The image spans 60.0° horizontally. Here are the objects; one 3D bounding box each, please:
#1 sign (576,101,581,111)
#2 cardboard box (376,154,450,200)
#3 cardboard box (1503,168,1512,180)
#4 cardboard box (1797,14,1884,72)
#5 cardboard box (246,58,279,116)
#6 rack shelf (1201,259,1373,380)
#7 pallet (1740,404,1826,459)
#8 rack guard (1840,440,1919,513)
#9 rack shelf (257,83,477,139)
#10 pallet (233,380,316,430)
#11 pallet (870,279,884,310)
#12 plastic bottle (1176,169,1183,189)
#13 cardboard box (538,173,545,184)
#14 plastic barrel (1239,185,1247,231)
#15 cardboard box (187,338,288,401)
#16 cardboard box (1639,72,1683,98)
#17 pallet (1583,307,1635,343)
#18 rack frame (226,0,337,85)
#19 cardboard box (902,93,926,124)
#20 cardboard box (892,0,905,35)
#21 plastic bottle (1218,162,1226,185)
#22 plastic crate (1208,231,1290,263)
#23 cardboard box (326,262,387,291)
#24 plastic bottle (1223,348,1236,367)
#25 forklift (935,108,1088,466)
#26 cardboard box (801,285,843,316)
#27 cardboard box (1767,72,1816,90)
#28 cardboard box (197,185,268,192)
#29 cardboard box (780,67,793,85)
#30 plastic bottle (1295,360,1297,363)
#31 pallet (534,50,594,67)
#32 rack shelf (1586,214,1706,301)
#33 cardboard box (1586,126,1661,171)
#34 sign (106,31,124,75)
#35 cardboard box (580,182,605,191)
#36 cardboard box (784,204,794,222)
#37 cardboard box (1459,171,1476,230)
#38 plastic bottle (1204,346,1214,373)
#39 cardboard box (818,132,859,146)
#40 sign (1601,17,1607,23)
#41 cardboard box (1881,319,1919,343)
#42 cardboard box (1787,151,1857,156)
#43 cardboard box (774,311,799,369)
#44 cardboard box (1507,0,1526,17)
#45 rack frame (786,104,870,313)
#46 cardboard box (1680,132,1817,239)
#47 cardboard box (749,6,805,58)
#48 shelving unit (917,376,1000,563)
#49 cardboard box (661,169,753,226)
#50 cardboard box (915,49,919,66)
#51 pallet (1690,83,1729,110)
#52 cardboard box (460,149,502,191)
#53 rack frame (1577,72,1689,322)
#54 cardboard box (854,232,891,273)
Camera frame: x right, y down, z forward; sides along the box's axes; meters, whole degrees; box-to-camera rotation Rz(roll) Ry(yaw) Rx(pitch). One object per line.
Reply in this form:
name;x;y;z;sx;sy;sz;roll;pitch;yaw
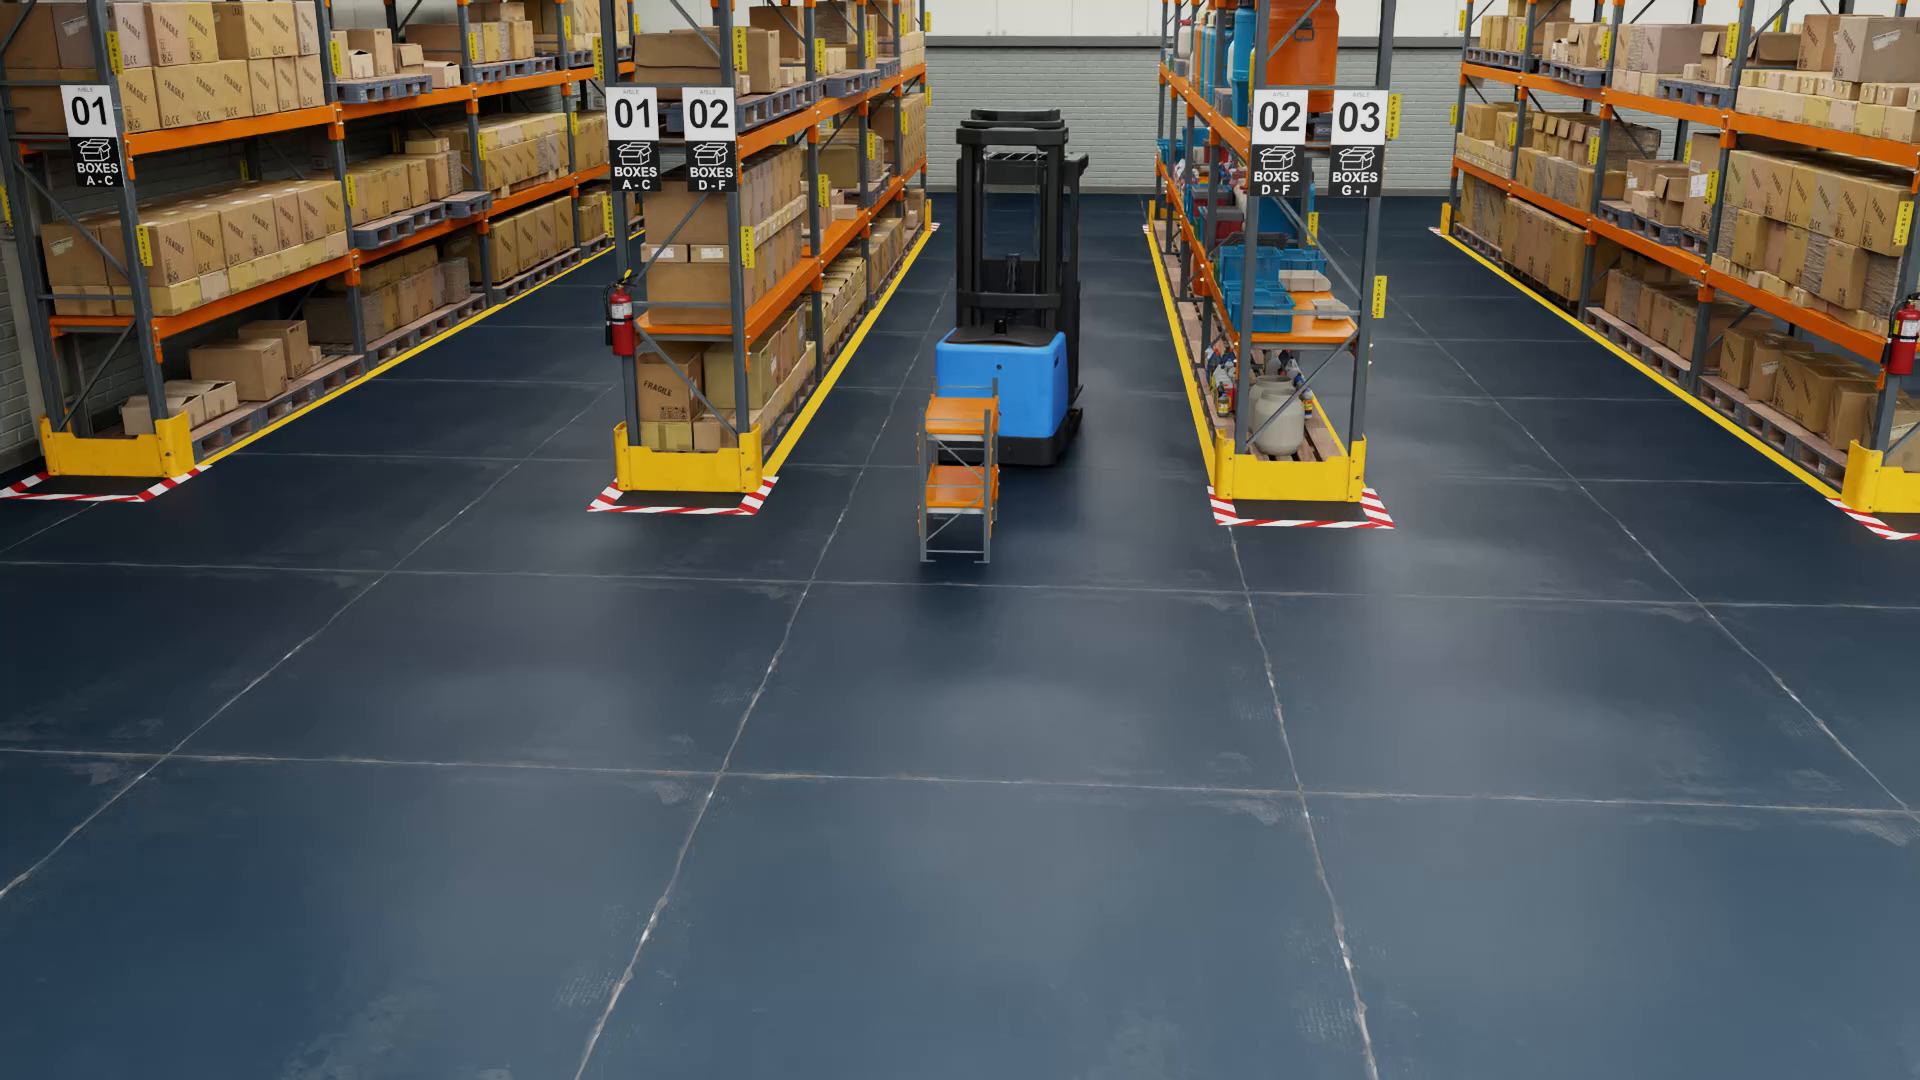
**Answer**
sign;-6.582;-7.426;28.750;0.100;0.325;0.005;1;18;4
cardboard box;-6.639;-4.414;20.210;0.700;0.500;0.500;0;18;-1
cardboard box;8.202;-5.371;24.401;0.380;0.149;0.250;1;18;4
cardboard box;8.155;-4.610;15.417;0.500;0.500;0.500;1;18;2
cardboard box;-6.729;-4.226;15.492;0.500;0.500;0.500;1;18;2
rack shelf;2.849;-2.051;15.021;1.077;0.370;4.000;1;18;4
pallet;7.835;-0.989;15.103;1.003;0.211;1.213;1;18;4
rack guard;7.652;-0.497;13.138;1.175;0.500;0.348;1;18;4
rack shelf;-6.745;-4.940;19.021;1.077;0.370;4.000;1;18;4
pallet;-6.986;-1.321;16.116;1.003;0.211;1.213;1;18;4
pallet;-1.570;-3.274;22.077;1.003;0.211;1.213;1;18;4
plastic bottle;3.087;-5.017;23.117;0.152;0.276;0.135;1;18;4
cardboard box;-6.159;-5.183;23.794;0.380;0.149;0.250;1;18;4
plastic barrel;3.364;-3.733;18.781;0.433;0.535;0.433;0;18;0
cardboard box;-6.893;-1.631;15.891;0.700;0.500;0.500;0;18;0
cardboard box;7.868;-5.041;18.413;0.500;0.250;0.500;2;18;5
pallet;8.162;-2.578;19.953;1.003;0.211;1.213;1;18;4
rack frame;-6.889;-6.086;16.546;1.000;3.000;0.127;1;18;4
cardboard box;-0.845;-7.231;27.908;0.500;0.500;0.500;1;18;3
cardboard box;-1.200;-7.863;25.018;0.700;0.500;0.500;1;18;4
plastic bottle;3.670;-5.129;23.337;0.144;0.351;0.185;1;18;4
plastic crate;2.828;-2.825;16.327;0.767;0.338;0.504;1;18;4
cardboard box;-6.824;-2.979;18.800;0.500;0.250;0.500;1;18;3
plastic bottle;2.665;-1.720;16.402;0.144;0.351;0.185;1;18;4
forklift;0.558;-2.444;15.175;1.130;2.935;3.031;3;18;10
cardboard box;-1.592;-2.724;18.761;0.500;0.311;0.500;1;18;2
cardboard box;7.610;-4.185;15.161;0.380;0.149;0.250;1;18;4
cardboard box;-7.172;-3.228;16.462;0.500;0.500;0.500;1;18;4
cardboard box;-1.761;-4.317;15.469;0.380;0.149;0.250;1;18;4
plastic bottle;3.250;-1.615;16.190;0.061;0.283;0.133;3;18;8
pallet;-6.246;-7.357;25.384;1.003;0.211;1.213;1;18;4
rack shelf;8.076;-3.183;18.475;1.077;0.370;4.000;1;18;4
cardboard box;8.288;-4.897;20.779;0.797;0.503;0.637;2;18;6
sign;-6.634;-3.822;13.049;0.100;0.325;0.005;1;18;4
cardboard box;-6.205;-5.949;28.059;0.380;0.149;0.250;1;18;4
cardboard box;-1.807;-3.153;16.026;0.380;0.149;0.250;1;18;4
cardboard box;8.827;-5.620;27.495;0.875;0.875;0.875;1;18;4
plastic bottle;2.533;-1.838;16.889;0.097;0.271;0.097;0;18;0
cardboard box;-1.617;-5.501;23.558;0.700;0.500;0.500;4;19;13
sign;9.048;-7.200;23.426;0.100;0.325;0.005;1;18;4
cardboard box;7.461;-1.635;13.000;0.380;0.149;0.250;1;18;4
cardboard box;8.175;-3.422;15.805;0.500;0.500;0.500;1;18;4
cardboard box;-1.842;-1.916;15.990;0.500;0.500;0.500;1;18;4
cardboard box;8.638;-8.080;25.247;0.500;0.250;0.500;1;18;2
rack frame;-1.661;-4.368;20.937;1.000;3.000;0.127;1;18;4
cardboard box;8.130;-3.632;17.052;1.000;1.000;1.000;1;18;4
cardboard box;-1.864;-5.227;17.102;0.500;0.500;0.500;2;18;5
shelving unit;0.000;-0.537;12.254;0.538;1.125;1.048;1;18;4
cardboard box;-2.152;-2.872;14.128;0.700;0.500;0.500;1;18;2
cardboard box;-0.931;-7.731;26.624;0.500;0.250;0.500;1;18;4
pallet;8.084;-4.429;16.608;1.213;0.211;1.003;1;18;4
cardboard box;-6.312;-4.821;21.649;0.500;0.500;0.500;2;18;6
rack frame;8.220;-4.146;20.259;1.000;3.000;0.127;1;18;4
cardboard box;-1.238;-4.005;23.137;0.500;0.500;0.500;1;18;2
